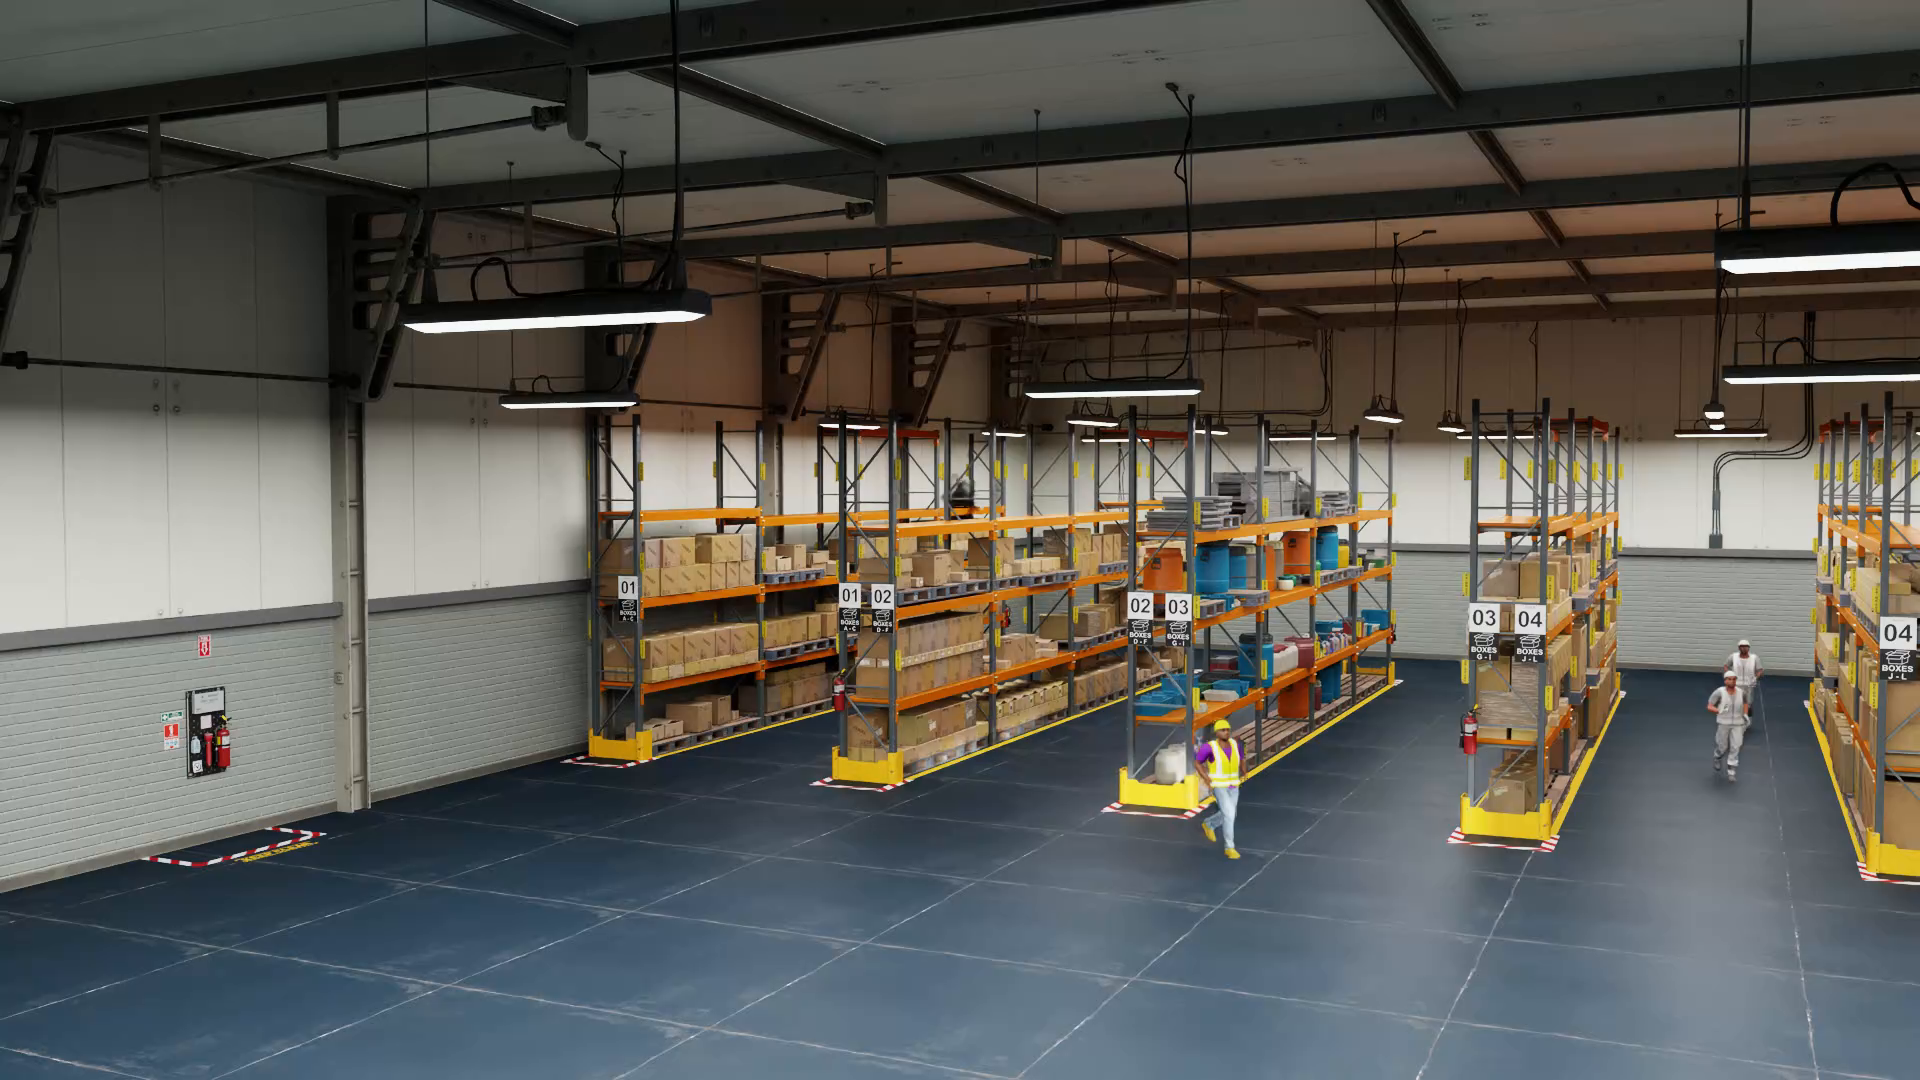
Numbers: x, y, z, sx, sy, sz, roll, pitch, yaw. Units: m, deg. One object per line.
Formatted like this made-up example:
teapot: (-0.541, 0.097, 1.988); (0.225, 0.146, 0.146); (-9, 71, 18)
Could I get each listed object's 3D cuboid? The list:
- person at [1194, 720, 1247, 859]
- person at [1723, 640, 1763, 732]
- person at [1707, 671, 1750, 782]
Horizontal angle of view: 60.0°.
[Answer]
person: (3.450, 3.232, 21.823); (0.690, 1.765, 0.837); (-1, 3, -25)
person: (15.122, 2.802, 32.119); (0.690, 1.761, 0.733); (1, 3, 24)
person: (12.470, 2.998, 26.985); (0.664, 1.765, 0.847); (0, 2, 10)
